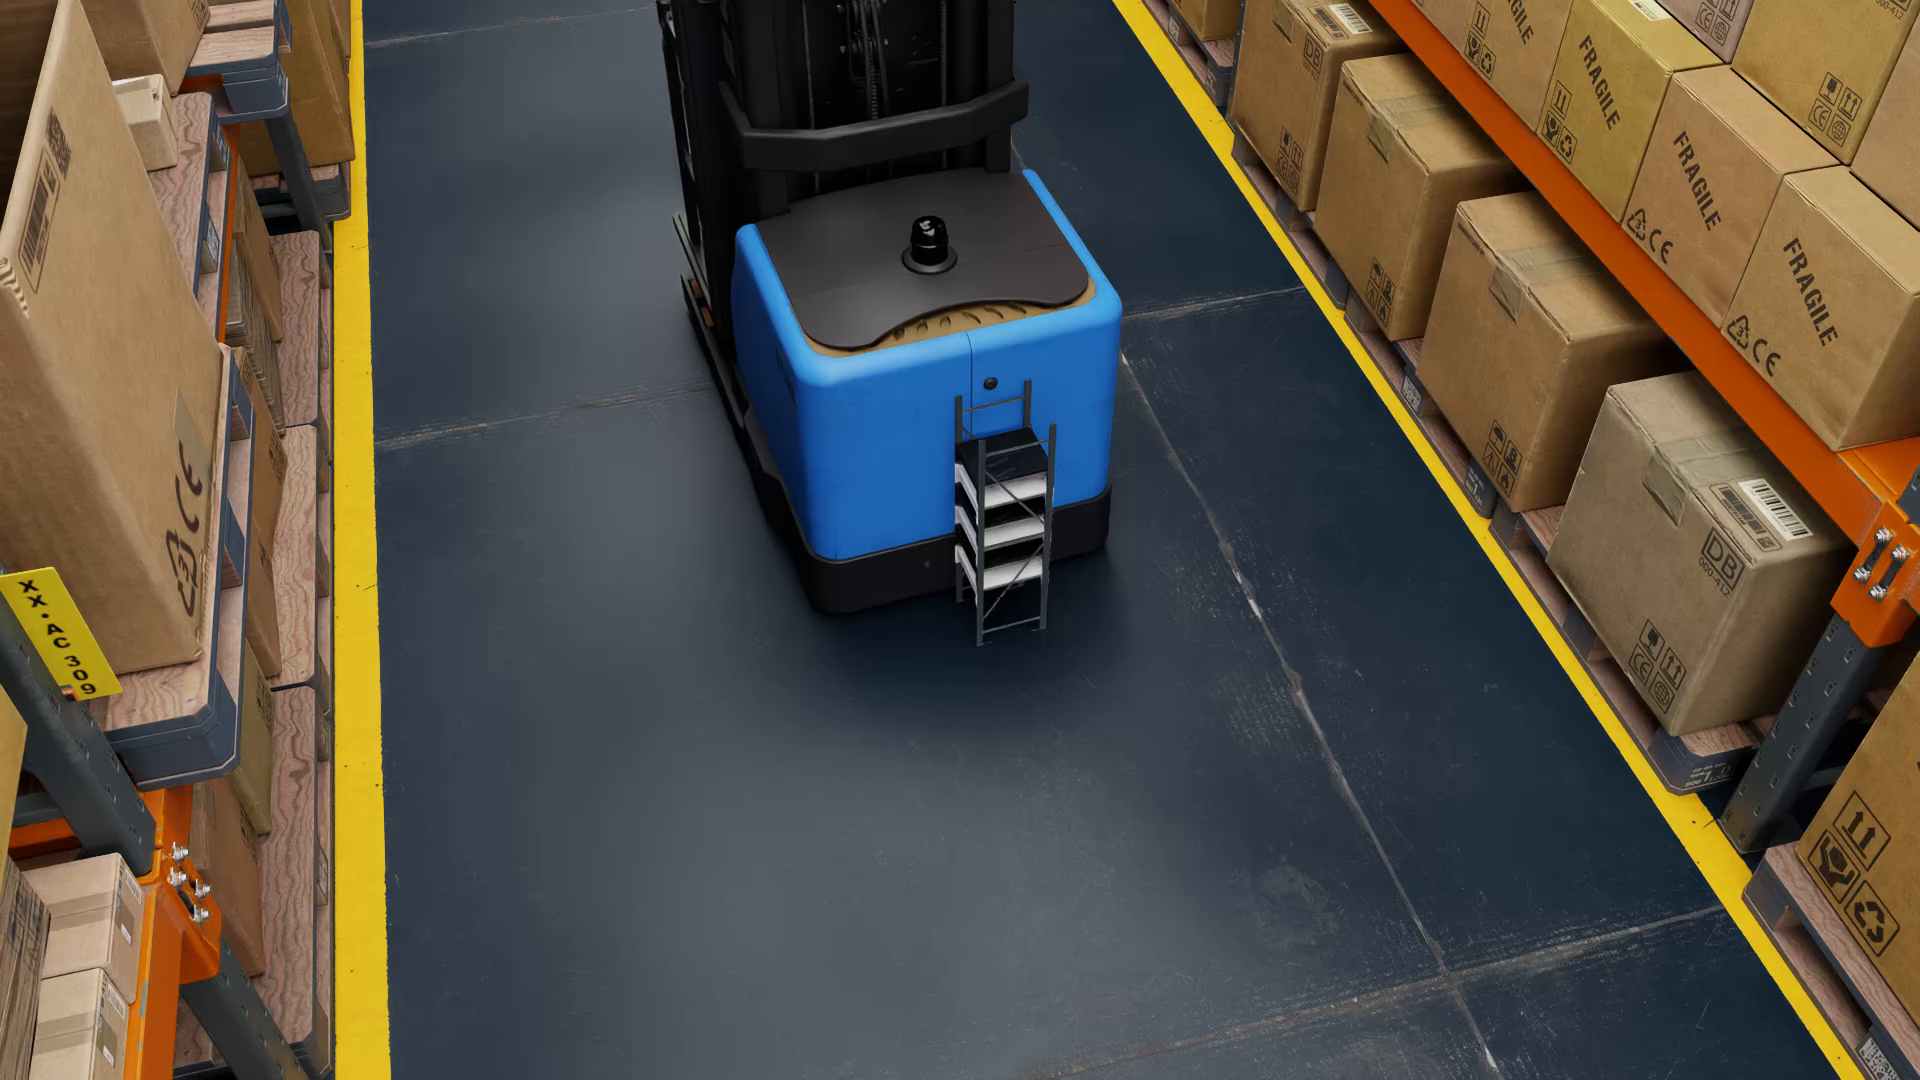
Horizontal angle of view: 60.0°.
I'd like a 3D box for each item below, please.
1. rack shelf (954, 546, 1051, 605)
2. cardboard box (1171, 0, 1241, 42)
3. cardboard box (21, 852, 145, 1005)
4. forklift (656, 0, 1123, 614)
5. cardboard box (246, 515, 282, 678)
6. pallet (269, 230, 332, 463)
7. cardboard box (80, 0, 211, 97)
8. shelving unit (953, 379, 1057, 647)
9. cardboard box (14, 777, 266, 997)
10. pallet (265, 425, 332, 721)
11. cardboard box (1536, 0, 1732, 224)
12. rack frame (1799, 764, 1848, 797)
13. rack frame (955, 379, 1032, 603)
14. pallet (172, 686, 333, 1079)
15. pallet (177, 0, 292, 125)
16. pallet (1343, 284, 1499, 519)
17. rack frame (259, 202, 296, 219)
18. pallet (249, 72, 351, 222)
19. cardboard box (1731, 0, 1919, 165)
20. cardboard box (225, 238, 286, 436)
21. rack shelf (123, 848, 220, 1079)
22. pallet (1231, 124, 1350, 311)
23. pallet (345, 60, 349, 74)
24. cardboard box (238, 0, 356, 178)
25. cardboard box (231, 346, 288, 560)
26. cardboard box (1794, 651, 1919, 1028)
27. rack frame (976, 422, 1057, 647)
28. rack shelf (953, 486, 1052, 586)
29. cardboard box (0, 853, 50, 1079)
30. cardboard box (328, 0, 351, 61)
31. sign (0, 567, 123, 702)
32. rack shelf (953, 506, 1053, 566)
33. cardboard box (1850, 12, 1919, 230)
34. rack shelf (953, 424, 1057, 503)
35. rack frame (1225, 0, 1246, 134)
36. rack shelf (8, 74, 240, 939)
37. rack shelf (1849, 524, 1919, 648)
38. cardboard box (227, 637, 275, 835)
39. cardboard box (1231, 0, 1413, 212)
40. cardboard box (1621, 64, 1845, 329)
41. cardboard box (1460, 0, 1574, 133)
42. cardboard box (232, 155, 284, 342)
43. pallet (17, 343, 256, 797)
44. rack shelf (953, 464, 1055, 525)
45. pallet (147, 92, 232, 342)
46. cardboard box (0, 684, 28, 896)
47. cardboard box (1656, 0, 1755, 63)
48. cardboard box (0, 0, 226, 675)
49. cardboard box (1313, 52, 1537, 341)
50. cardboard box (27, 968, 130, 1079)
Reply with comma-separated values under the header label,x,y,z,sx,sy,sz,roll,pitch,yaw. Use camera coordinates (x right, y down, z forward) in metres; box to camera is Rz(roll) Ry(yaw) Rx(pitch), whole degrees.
label,x,y,z,sx,sy,sz,roll,pitch,yaw
rack shelf,0.134,0.084,5.337,0.258,0.077,0.200,-14,47,-13
cardboard box,1.293,-2.701,7.753,0.500,0.500,0.500,-11,47,-11
cardboard box,-1.743,0.759,3.082,0.380,0.149,0.250,-11,47,-10
forklift,-3.991,-1.516,5.184,8.118,2.935,4.443,-14,47,-13
cardboard box,-2.466,0.150,4.945,0.700,0.500,0.500,-14,47,-14
pallet,-10.761,-1.232,6.809,15.783,0.211,6.755,-11,47,-10
cardboard box,-2.689,-1.635,4.888,0.700,0.500,0.500,-4,46,-4
shelving unit,6.610,-0.148,3.659,11.832,3.194,6.366,-14,47,-13
cardboard box,-2.218,0.869,4.240,0.700,0.500,0.500,-14,47,-13
pallet,-2.599,0.171,5.435,1.003,0.211,1.213,-11,47,-10
cardboard box,2.088,-1.305,4.859,0.500,0.500,0.500,-10,46,-10
rack frame,2.735,-0.260,3.905,0.949,2.616,0.053,-11,47,-10
rack frame,0.100,-0.134,5.251,0.240,0.900,0.006,-14,47,-13
pallet,-2.283,1.015,4.608,1.003,0.211,1.213,-11,47,-10
pallet,-2.821,-1.646,5.397,1.213,0.211,1.003,-11,47,-10
pallet,2.152,-0.648,6.237,1.003,0.211,1.213,-11,47,-10
rack frame,-3.103,-2.186,5.792,0.949,2.616,0.053,-11,47,-10
pallet,-3.235,-1.768,7.334,1.003,0.211,1.213,-11,47,-10
cardboard box,2.472,-1.342,4.195,0.700,0.500,0.500,-11,47,-11
cardboard box,-2.761,-0.625,5.704,0.700,0.500,0.500,-14,47,-14
rack shelf,-1.570,2.209,1.989,1.077,0.370,4.000,-11,47,-10
pallet,1.844,-1.488,7.061,1.003,0.211,1.213,-11,47,-10
pallet,-3.544,-2.608,8.158,1.003,0.211,1.213,-11,47,-10
cardboard box,-3.262,-2.069,6.871,1.225,0.875,0.875,-13,47,-12
cardboard box,-2.609,-0.235,5.322,0.700,0.500,0.500,-7,46,-7
cardboard box,2.832,0.783,4.076,0.875,0.875,0.875,-10,46,-10
rack frame,0.167,0.003,5.117,0.240,0.900,0.006,-14,47,-13
rack shelf,0.134,-0.040,5.210,0.258,0.252,0.200,-14,47,-13
cardboard box,-2.026,0.759,2.628,0.875,0.500,0.500,-11,47,-10
cardboard box,-3.483,-2.686,7.476,1.225,0.875,0.875,-11,47,-10
sign,-1.559,0.169,2.878,0.100,0.325,0.005,-11,47,-10
rack shelf,0.134,-0.042,5.208,0.258,0.077,0.200,-14,47,-13
cardboard box,2.606,-0.988,3.848,0.700,0.500,0.500,-11,47,-11
rack shelf,6.611,-0.373,3.426,11.832,2.546,6.361,-14,47,-13
rack frame,1.715,-3.023,6.612,1.000,3.000,0.127,-11,47,-10
rack shelf,-2.594,-0.553,4.695,1.077,0.370,4.000,-11,47,-10
rack shelf,3.251,1.372,2.809,1.077,0.370,4.000,-11,47,-10
cardboard box,-2.322,0.537,4.566,0.700,0.500,0.500,-11,47,-11
cardboard box,0.328,0.007,4.582,5.455,1.239,5.693,-11,47,-11
cardboard box,2.217,-0.956,4.517,0.500,0.500,0.500,-11,47,-11
cardboard box,1.956,-1.655,5.202,0.500,0.500,0.500,-11,47,-11
cardboard box,-2.915,-1.006,6.077,0.700,0.500,0.500,-13,47,-12
pallet,-2.137,0.089,3.697,1.003,0.211,1.213,-11,47,-10
rack shelf,0.134,-0.168,5.079,0.258,0.077,0.200,-14,47,-13
pallet,-2.560,-0.759,4.528,1.003,0.211,1.213,-11,47,-10
cardboard box,-1.701,0.347,2.331,0.500,0.500,0.500,-11,47,-10
cardboard box,2.343,-1.691,4.537,0.700,0.500,0.500,-10,46,-10
cardboard box,-2.150,-0.355,3.284,1.000,1.000,1.000,-10,46,-10
cardboard box,2.011,-1.342,6.246,1.050,0.750,0.750,-10,46,-10
cardboard box,-1.688,0.933,2.911,0.380,0.149,0.250,-11,47,-10
